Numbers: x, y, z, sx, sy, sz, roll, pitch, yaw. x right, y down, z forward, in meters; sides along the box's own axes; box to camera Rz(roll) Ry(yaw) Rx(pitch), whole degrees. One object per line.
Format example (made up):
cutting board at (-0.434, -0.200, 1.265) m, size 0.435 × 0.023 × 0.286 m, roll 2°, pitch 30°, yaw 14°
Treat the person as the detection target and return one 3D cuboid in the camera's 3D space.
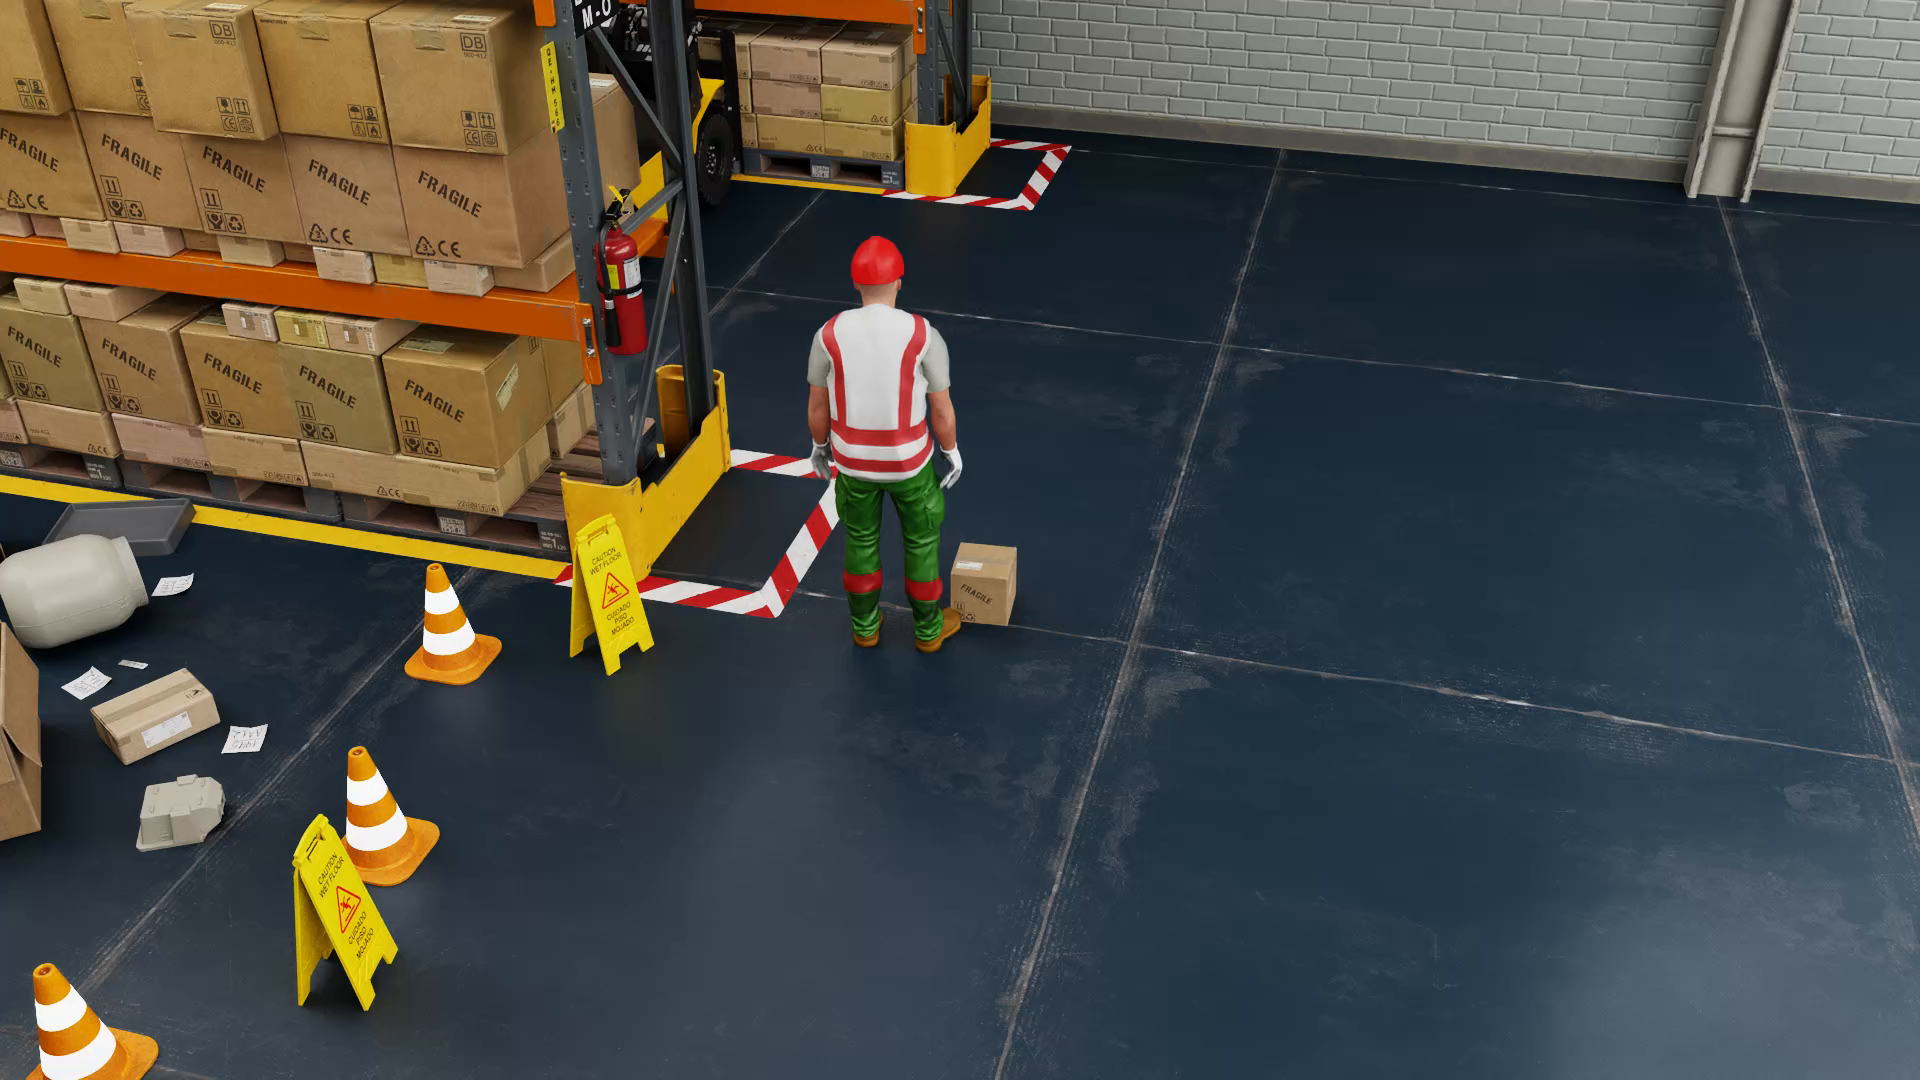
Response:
person at (-0.301, -0.348, 6.669) m, size 0.620 × 1.780 × 0.445 m, roll 5°, pitch 33°, yaw 7°
